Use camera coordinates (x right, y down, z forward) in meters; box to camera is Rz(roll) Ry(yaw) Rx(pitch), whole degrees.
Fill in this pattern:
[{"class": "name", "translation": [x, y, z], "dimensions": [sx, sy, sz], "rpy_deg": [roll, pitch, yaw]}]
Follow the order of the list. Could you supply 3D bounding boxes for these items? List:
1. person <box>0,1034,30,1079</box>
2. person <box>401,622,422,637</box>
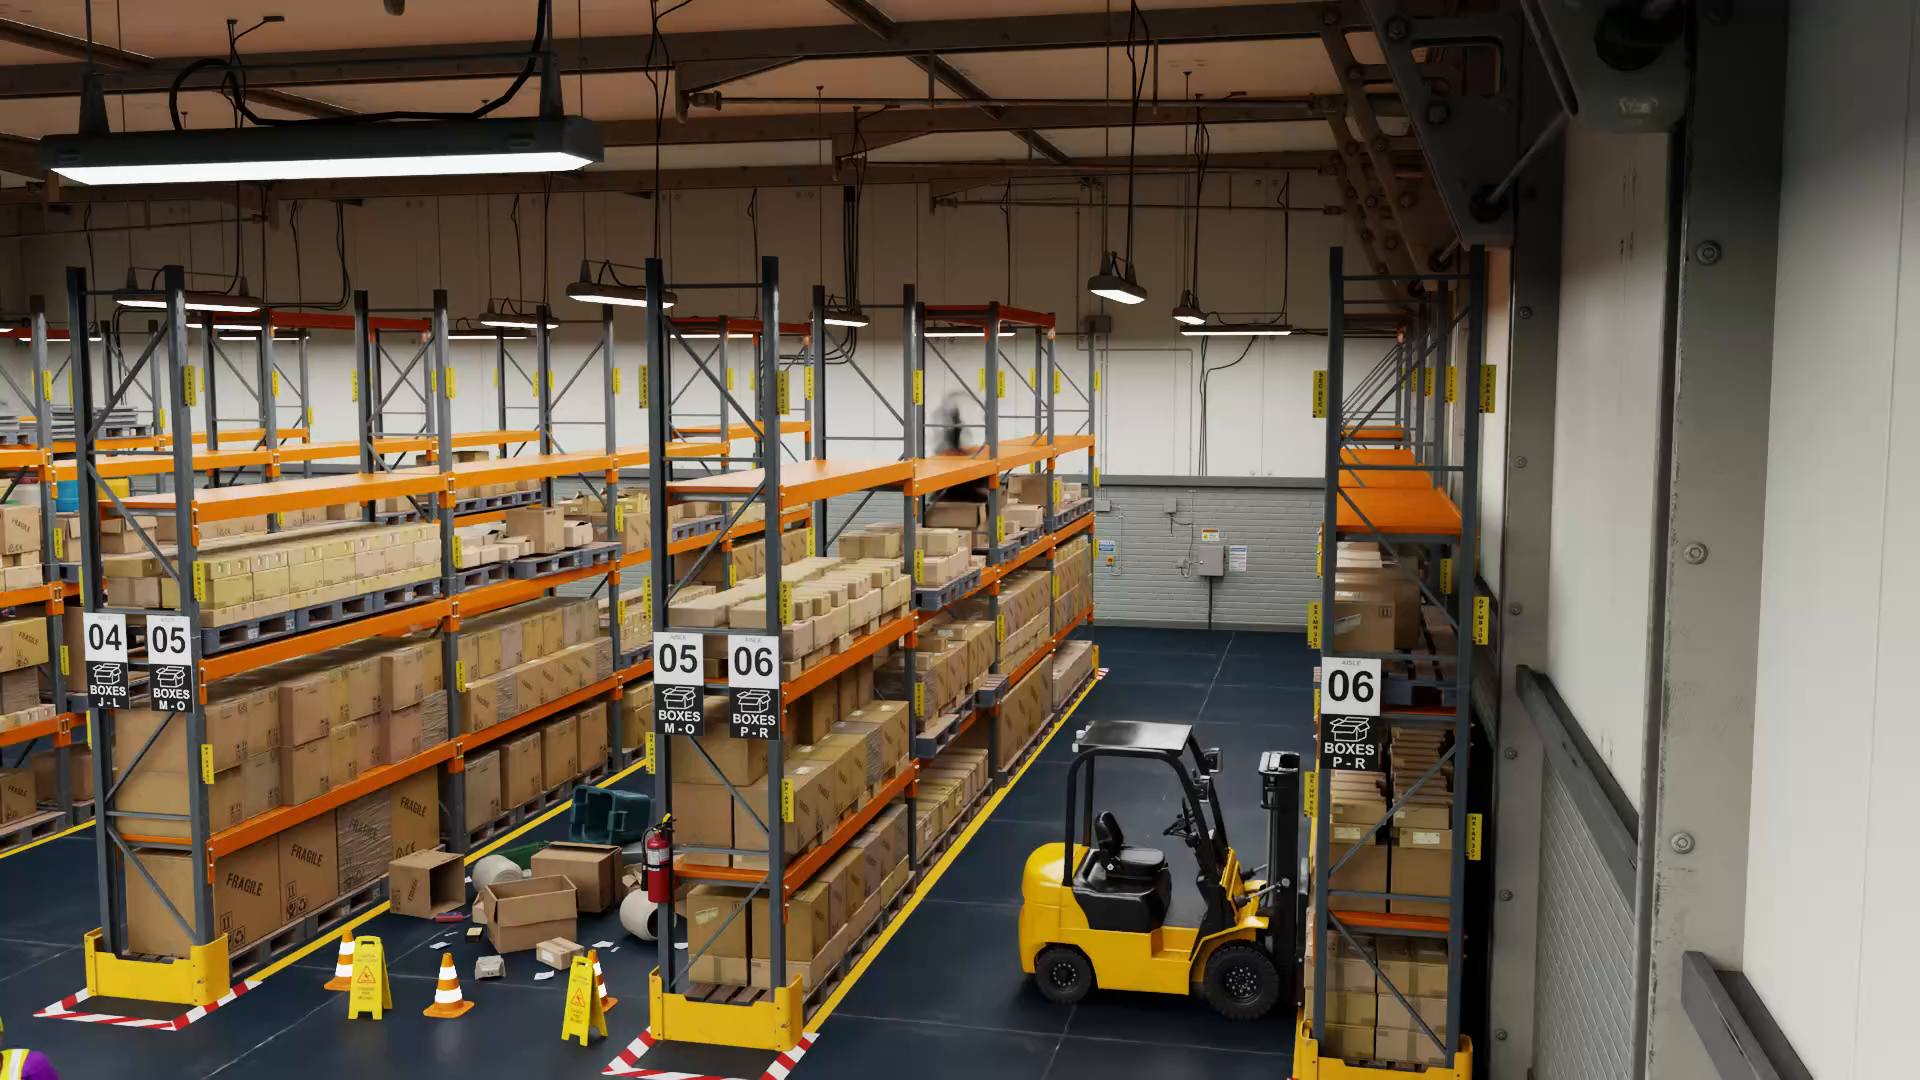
[{"class": "person", "translation": [-5.258, 3.372, 9.087], "dimensions": [0.691, 1.647, 0.652], "rpy_deg": [-3, 6, -26]}, {"class": "person", "translation": [-7.661, 1.906, 23.372], "dimensions": [0.713, 1.660, 0.646], "rpy_deg": [1, 6, 10]}]
